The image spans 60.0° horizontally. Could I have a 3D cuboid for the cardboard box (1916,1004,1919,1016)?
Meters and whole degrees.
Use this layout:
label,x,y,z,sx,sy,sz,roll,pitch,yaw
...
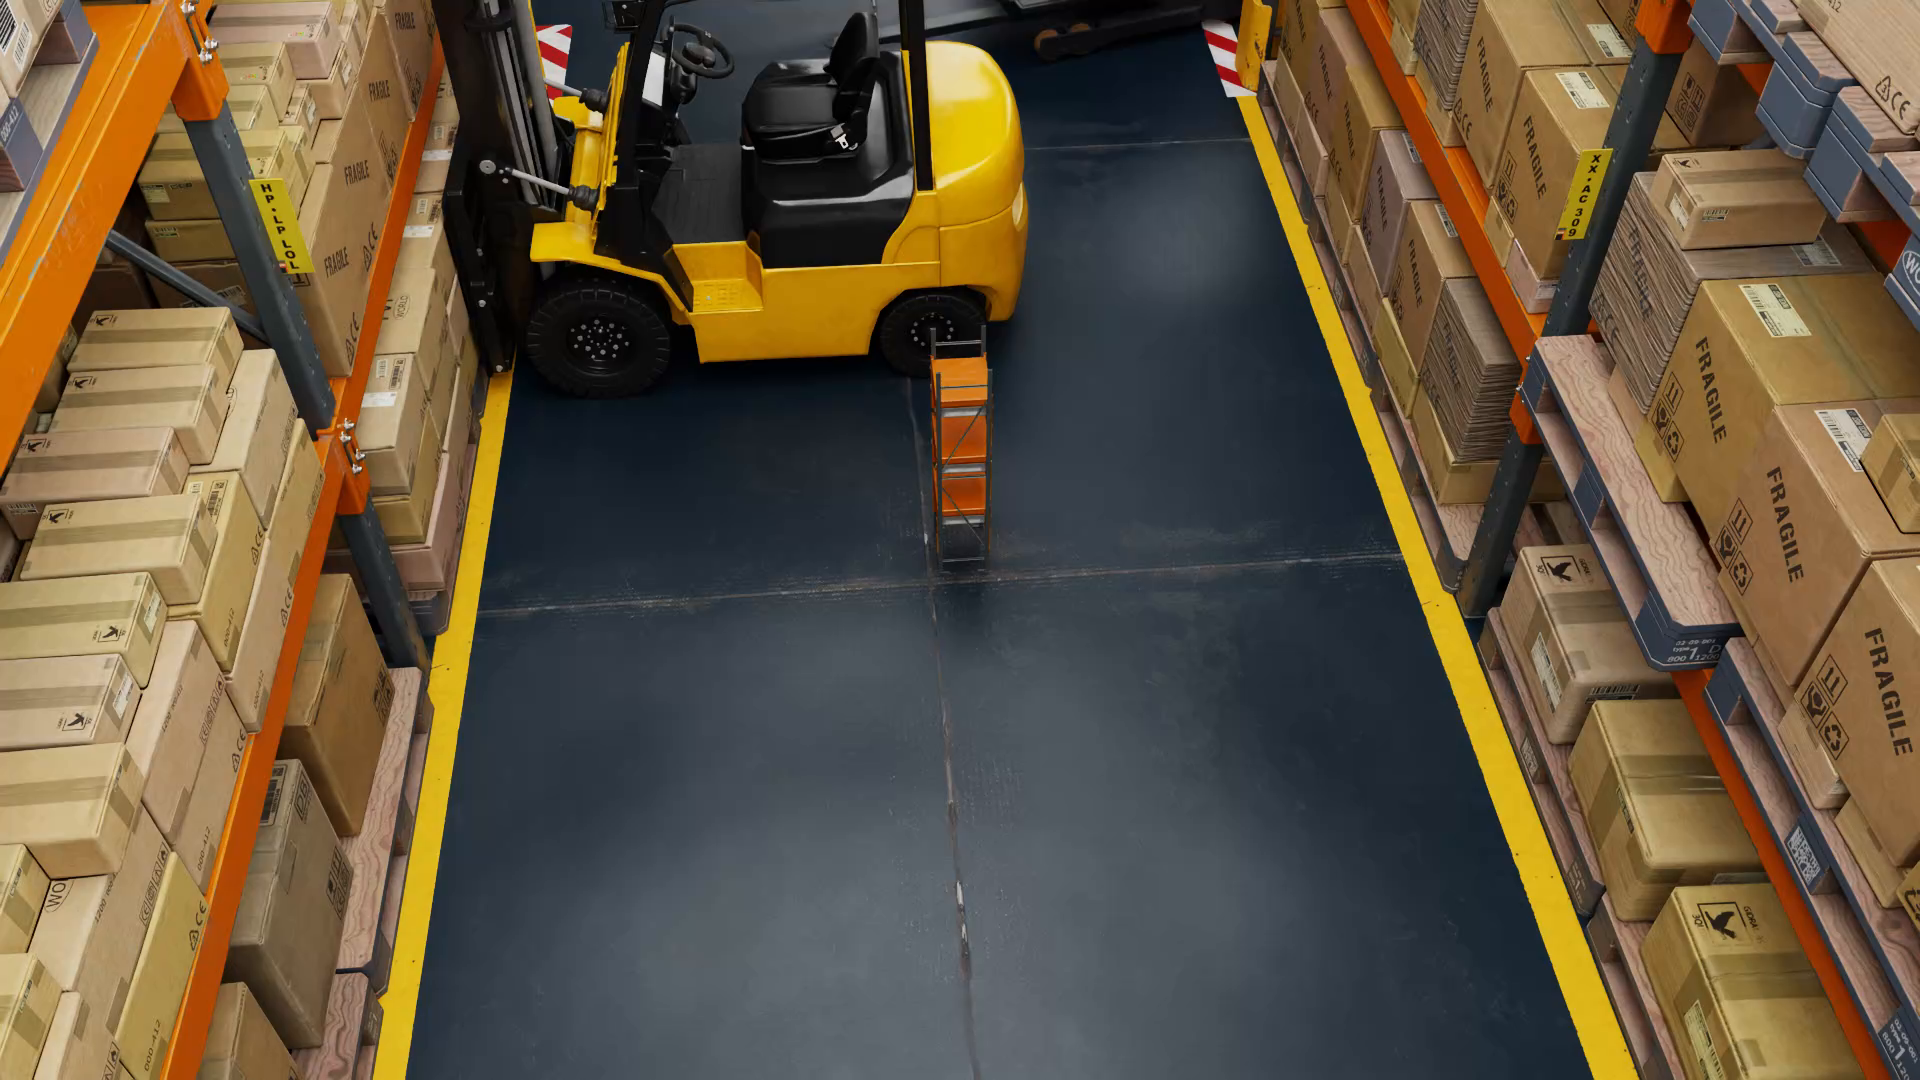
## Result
label,x,y,z,sx,sy,sz,roll,pitch,yaw
cardboard box,2.312,1.068,3.556,0.380,0.149,0.250,-3,47,-3

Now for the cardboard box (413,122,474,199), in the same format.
label,x,y,z,sx,sy,sz,roll,pitch,yaw
cardboard box,-2.347,-1.513,7.033,0.500,0.250,0.500,-4,47,-4

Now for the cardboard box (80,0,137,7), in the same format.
label,x,y,z,sx,sy,sz,roll,pitch,yaw
cardboard box,-2.925,-1.804,5.672,0.380,0.149,0.250,-4,47,-4

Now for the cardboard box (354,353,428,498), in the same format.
label,x,y,z,sx,sy,sz,roll,pitch,yaw
cardboard box,-2.225,-0.402,5.981,0.500,0.250,0.500,-4,47,-4

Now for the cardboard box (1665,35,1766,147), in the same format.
label,x,y,z,sx,sy,sz,roll,pitch,yaw
cardboard box,2.628,-1.607,5.244,0.700,0.500,0.500,-4,47,-4

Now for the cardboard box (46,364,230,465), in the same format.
label,x,y,z,sx,sy,sz,roll,pitch,yaw
cardboard box,-2.207,-0.329,4.480,0.380,0.149,0.250,-4,47,-4

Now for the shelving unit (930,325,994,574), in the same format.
label,x,y,z,sx,sy,sz,roll,pitch,yaw
shelving unit,0.005,-0.322,6.332,0.215,1.050,0.252,-3,47,-3

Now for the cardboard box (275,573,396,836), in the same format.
label,x,y,z,sx,sy,sz,roll,pitch,yaw
cardboard box,-2.442,0.558,5.502,0.875,0.625,0.625,-2,47,-2

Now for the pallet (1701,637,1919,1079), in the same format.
label,x,y,z,sx,sy,sz,roll,pitch,yaw
pallet,2.578,0.735,4.120,1.003,0.211,1.213,-3,47,-3

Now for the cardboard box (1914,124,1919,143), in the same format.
label,x,y,z,sx,sy,sz,roll,pitch,yaw
cardboard box,2.206,-0.742,3.135,0.500,0.250,0.500,-4,47,-4

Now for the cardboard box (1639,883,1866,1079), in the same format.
label,x,y,z,sx,sy,sz,roll,pitch,yaw
cardboard box,2.619,1.366,4.911,0.950,0.372,0.625,-2,47,-2

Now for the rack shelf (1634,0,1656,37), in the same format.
label,x,y,z,sx,sy,sz,roll,pitch,yaw
rack shelf,2.282,-3.026,5.980,1.077,0.370,4.000,-3,47,-3

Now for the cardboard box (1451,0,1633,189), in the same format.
label,x,y,z,sx,sy,sz,roll,pitch,yaw
cardboard box,2.114,-1.610,5.935,0.500,0.500,0.500,-2,47,-2

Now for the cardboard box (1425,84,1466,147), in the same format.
label,x,y,z,sx,sy,sz,roll,pitch,yaw
cardboard box,2.030,-1.658,6.427,0.380,0.149,0.250,-4,47,-4

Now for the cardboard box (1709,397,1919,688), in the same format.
label,x,y,z,sx,sy,sz,roll,pitch,yaw
cardboard box,2.273,0.001,4.120,0.500,0.500,0.500,-4,47,-4

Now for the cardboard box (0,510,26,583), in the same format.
label,x,y,z,sx,sy,sz,roll,pitch,yaw
cardboard box,-2.678,0.136,4.314,0.500,0.250,0.500,-4,47,-4

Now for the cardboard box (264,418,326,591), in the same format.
label,x,y,z,sx,sy,sz,roll,pitch,yaw
cardboard box,-2.194,-0.090,4.873,0.500,0.250,0.500,-3,47,-2

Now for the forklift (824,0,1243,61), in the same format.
label,x,y,z,sx,sy,sz,roll,pitch,yaw
forklift,0.589,-4.114,8.628,3.031,2.935,1.130,-15,48,-14

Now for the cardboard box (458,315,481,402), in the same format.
label,x,y,z,sx,sy,sz,roll,pitch,yaw
cardboard box,-2.324,-0.797,7.043,0.500,0.250,0.500,-3,47,-3

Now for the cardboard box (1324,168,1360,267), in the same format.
label,x,y,z,sx,sy,sz,roll,pitch,yaw
cardboard box,2.000,-1.524,7.732,0.500,0.250,0.500,-1,47,-1

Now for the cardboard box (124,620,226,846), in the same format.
label,x,y,z,sx,sy,sz,roll,pitch,yaw
cardboard box,-2.114,0.471,3.997,0.500,0.250,0.500,-3,47,-3

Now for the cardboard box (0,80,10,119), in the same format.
label,x,y,z,sx,sy,sz,roll,pitch,yaw
cardboard box,-2.102,-0.837,3.226,0.380,0.149,0.250,-4,47,-3

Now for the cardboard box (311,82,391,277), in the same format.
label,x,y,z,sx,sy,sz,roll,pitch,yaw
cardboard box,-2.334,-1.238,5.787,0.500,0.500,0.500,-3,47,-3

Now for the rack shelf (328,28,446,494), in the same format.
label,x,y,z,sx,sy,sz,roll,pitch,yaw
rack shelf,-2.664,-1.690,6.780,1.077,0.370,4.000,-3,47,-3

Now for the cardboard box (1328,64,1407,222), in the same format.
label,x,y,z,sx,sy,sz,roll,pitch,yaw
cardboard box,1.991,-1.787,7.464,0.500,0.500,0.500,-3,47,-3

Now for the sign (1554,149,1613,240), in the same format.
label,x,y,z,sx,sy,sz,roll,pitch,yaw
sign,1.909,-1.054,5.086,0.100,0.325,0.005,-3,47,-3

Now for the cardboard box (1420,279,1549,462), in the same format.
label,x,y,z,sx,sy,sz,roll,pitch,yaw
cardboard box,2.132,-0.664,6.401,0.500,0.500,0.500,-4,47,-4

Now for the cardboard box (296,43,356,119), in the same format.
label,x,y,z,sx,sy,sz,roll,pitch,yaw
cardboard box,-2.281,-1.552,5.638,0.380,0.149,0.250,-3,47,-2

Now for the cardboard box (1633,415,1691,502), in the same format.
label,x,y,z,sx,sy,sz,roll,pitch,yaw
cardboard box,2.193,-0.253,4.807,0.380,0.149,0.250,-3,47,-2

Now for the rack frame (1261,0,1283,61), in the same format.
label,x,y,z,sx,sy,sz,roll,pitch,yaw
rack frame,2.114,-3.689,8.178,1.000,3.000,0.127,-3,47,-3

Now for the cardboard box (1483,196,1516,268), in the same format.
label,x,y,z,sx,sy,sz,roll,pitch,yaw
cardboard box,2.091,-1.103,5.901,0.380,0.149,0.250,-3,47,-2

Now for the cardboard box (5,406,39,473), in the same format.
label,x,y,z,sx,sy,sz,roll,pitch,yaw
cardboard box,-2.711,-0.284,4.437,0.380,0.149,0.250,-5,47,-5

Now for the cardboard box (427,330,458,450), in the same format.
label,x,y,z,sx,sy,sz,roll,pitch,yaw
cardboard box,-2.274,-0.595,6.507,0.500,0.250,0.500,-4,47,-4

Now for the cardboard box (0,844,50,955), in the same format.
label,x,y,z,sx,sy,sz,roll,pitch,yaw
cardboard box,-2.132,0.782,3.428,0.380,0.149,0.250,-3,47,-3

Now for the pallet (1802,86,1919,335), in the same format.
label,x,y,z,sx,sy,sz,roll,pitch,yaw
pallet,2.485,-0.559,3.277,1.213,0.211,1.003,-3,47,-3

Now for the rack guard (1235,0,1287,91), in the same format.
label,x,y,z,sx,sy,sz,roll,pitch,yaw
rack guard,2.121,-2.775,9.033,1.175,0.500,0.348,-3,47,-3

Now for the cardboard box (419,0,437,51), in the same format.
label,x,y,z,sx,sy,sz,roll,pitch,yaw
cardboard box,-2.451,-2.332,6.824,0.500,0.500,0.500,-4,47,-4

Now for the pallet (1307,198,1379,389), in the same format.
label,x,y,z,sx,sy,sz,roll,pitch,yaw
pallet,2.252,-1.205,7.746,1.003,0.211,1.213,-3,47,-3

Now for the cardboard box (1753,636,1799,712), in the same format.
label,x,y,z,sx,sy,sz,roll,pitch,yaw
cardboard box,2.291,0.315,4.269,0.380,0.149,0.250,-3,47,-3

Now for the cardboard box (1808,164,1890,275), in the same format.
label,x,y,z,sx,sy,sz,roll,pitch,yaw
cardboard box,2.717,-0.756,4.837,0.500,0.500,0.500,-4,47,-4

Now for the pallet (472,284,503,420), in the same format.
label,x,y,z,sx,sy,sz,roll,pitch,yaw
pallet,-2.627,-0.995,7.546,1.003,0.211,1.213,-3,47,-3

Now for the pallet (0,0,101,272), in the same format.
label,x,y,z,sx,sy,sz,roll,pitch,yaw
pallet,-2.410,-0.819,3.525,0.805,0.209,1.217,-5,47,-5

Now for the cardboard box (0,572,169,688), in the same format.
label,x,y,z,sx,sy,sz,roll,pitch,yaw
cardboard box,-2.126,0.227,3.953,0.380,0.149,0.250,-4,47,-4

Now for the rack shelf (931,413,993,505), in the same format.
label,x,y,z,sx,sy,sz,roll,pitch,yaw
rack shelf,0.005,-0.315,6.340,0.215,0.259,0.240,-3,47,-3

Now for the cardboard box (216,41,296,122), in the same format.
label,x,y,z,sx,sy,sz,roll,pitch,yaw
cardboard box,-2.370,-1.467,5.353,0.380,0.149,0.250,-4,47,-4

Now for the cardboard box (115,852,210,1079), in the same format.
label,x,y,z,sx,sy,sz,roll,pitch,yaw
cardboard box,-2.084,1.007,3.833,0.500,0.250,0.500,-2,47,-2

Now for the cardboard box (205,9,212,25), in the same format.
label,x,y,z,sx,sy,sz,roll,pitch,yaw
cardboard box,-2.892,-1.899,5.967,0.380,0.149,0.250,-4,47,-4

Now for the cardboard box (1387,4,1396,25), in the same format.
label,x,y,z,sx,sy,sz,roll,pitch,yaw
cardboard box,2.018,-2.214,6.954,0.380,0.149,0.250,-5,47,-4

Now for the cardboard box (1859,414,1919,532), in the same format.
label,x,y,z,sx,sy,sz,roll,pitch,yaw
cardboard box,2.330,-0.158,3.824,0.380,0.149,0.250,-1,47,-1

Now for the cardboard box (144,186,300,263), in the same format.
label,x,y,z,sx,sy,sz,roll,pitch,yaw
cardboard box,-2.261,-0.995,5.110,0.380,0.149,0.250,-4,47,-4

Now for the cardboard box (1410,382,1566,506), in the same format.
label,x,y,z,sx,sy,sz,roll,pitch,yaw
cardboard box,2.132,-0.405,6.673,0.500,0.250,0.500,-2,47,-1

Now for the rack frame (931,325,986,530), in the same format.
label,x,y,z,sx,sy,sz,roll,pitch,yaw
rack frame,-0.006,-0.411,6.416,0.200,1.050,0.008,-3,47,-3
